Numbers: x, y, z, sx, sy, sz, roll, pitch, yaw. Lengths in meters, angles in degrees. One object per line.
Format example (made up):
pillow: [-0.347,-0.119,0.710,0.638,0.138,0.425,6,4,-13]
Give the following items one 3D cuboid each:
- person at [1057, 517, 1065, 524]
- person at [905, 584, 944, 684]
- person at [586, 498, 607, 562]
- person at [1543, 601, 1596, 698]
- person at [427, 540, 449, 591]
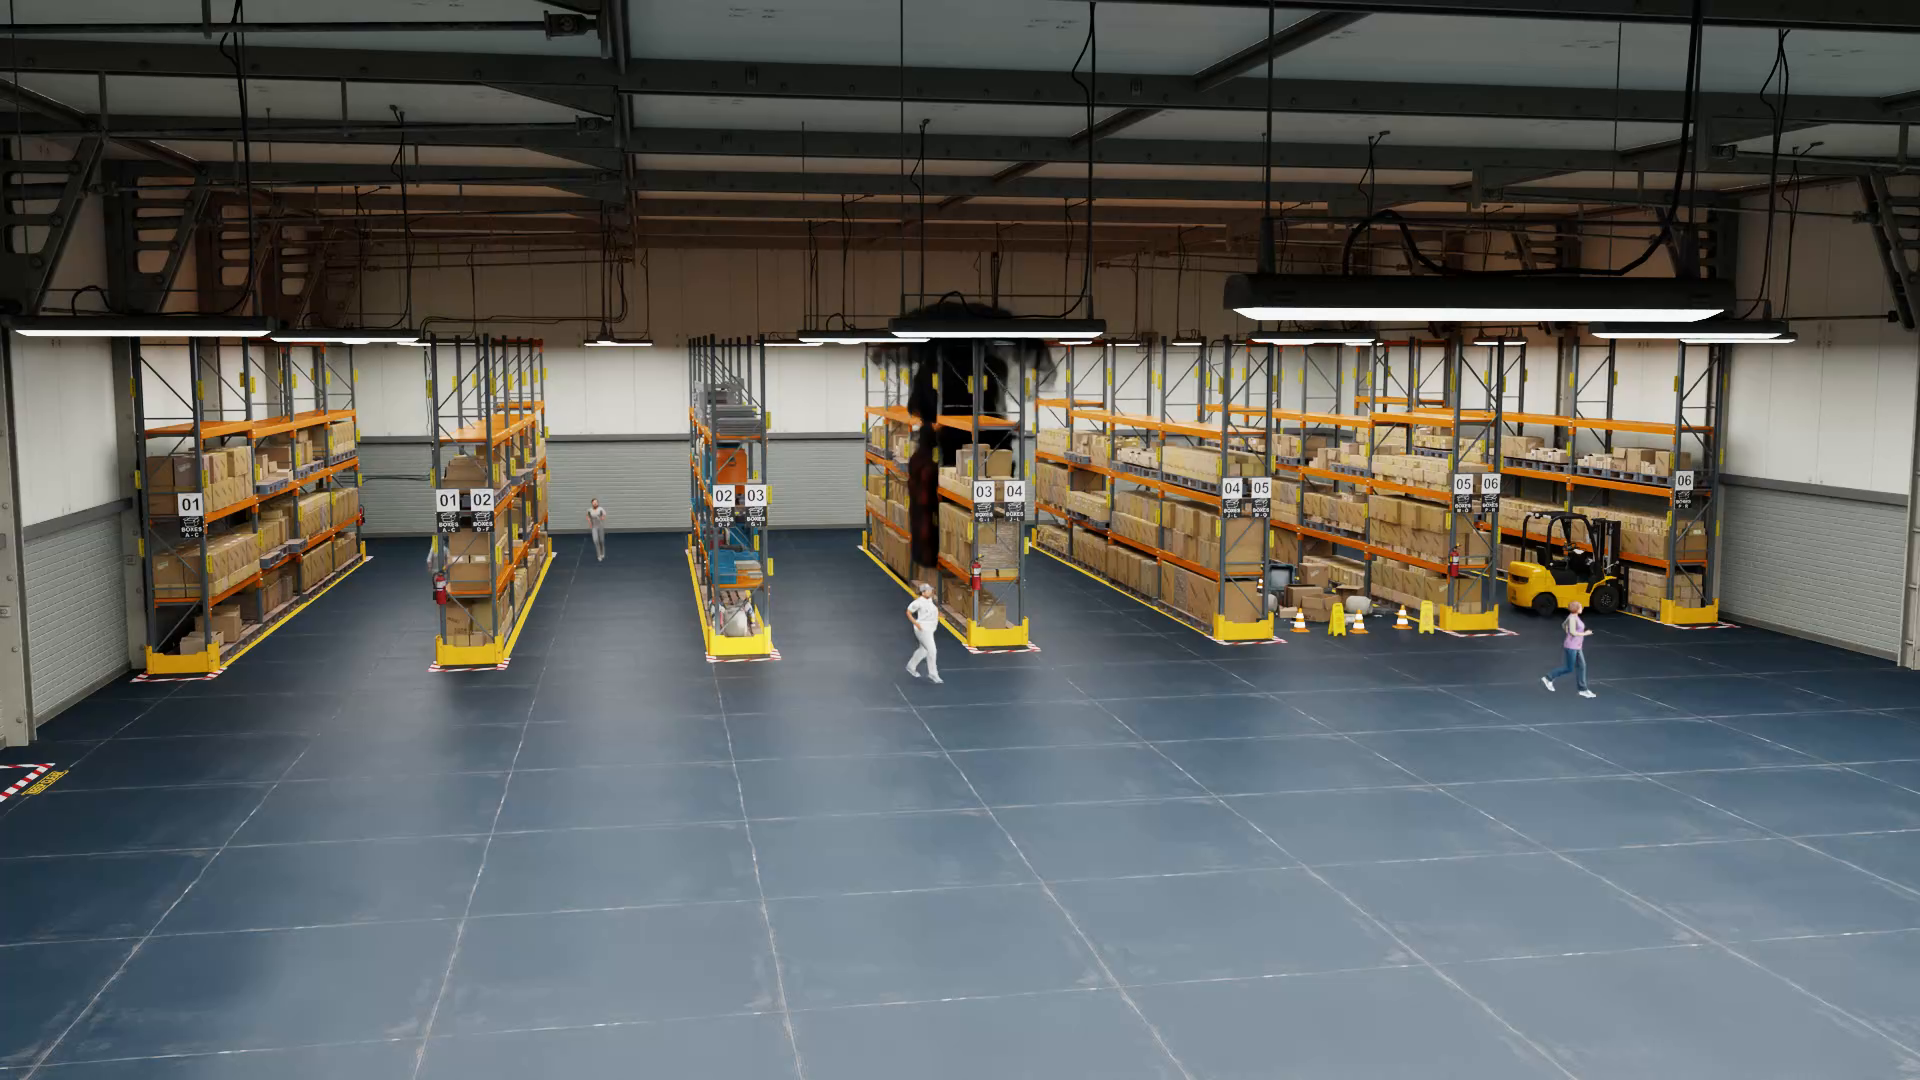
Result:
person: [3.139,-0.831,50.117,0.929,1.621,0.726,4,8,31]
person: [-0.609,1.601,28.750,0.787,1.712,0.589,3,7,21]
person: [-9.890,-0.239,45.286,0.568,1.623,0.770,-2,7,-14]
person: [10.065,1.788,27.382,0.852,1.573,0.568,4,7,28]
person: [-11.688,0.688,37.348,0.523,1.551,0.578,-2,7,-16]
